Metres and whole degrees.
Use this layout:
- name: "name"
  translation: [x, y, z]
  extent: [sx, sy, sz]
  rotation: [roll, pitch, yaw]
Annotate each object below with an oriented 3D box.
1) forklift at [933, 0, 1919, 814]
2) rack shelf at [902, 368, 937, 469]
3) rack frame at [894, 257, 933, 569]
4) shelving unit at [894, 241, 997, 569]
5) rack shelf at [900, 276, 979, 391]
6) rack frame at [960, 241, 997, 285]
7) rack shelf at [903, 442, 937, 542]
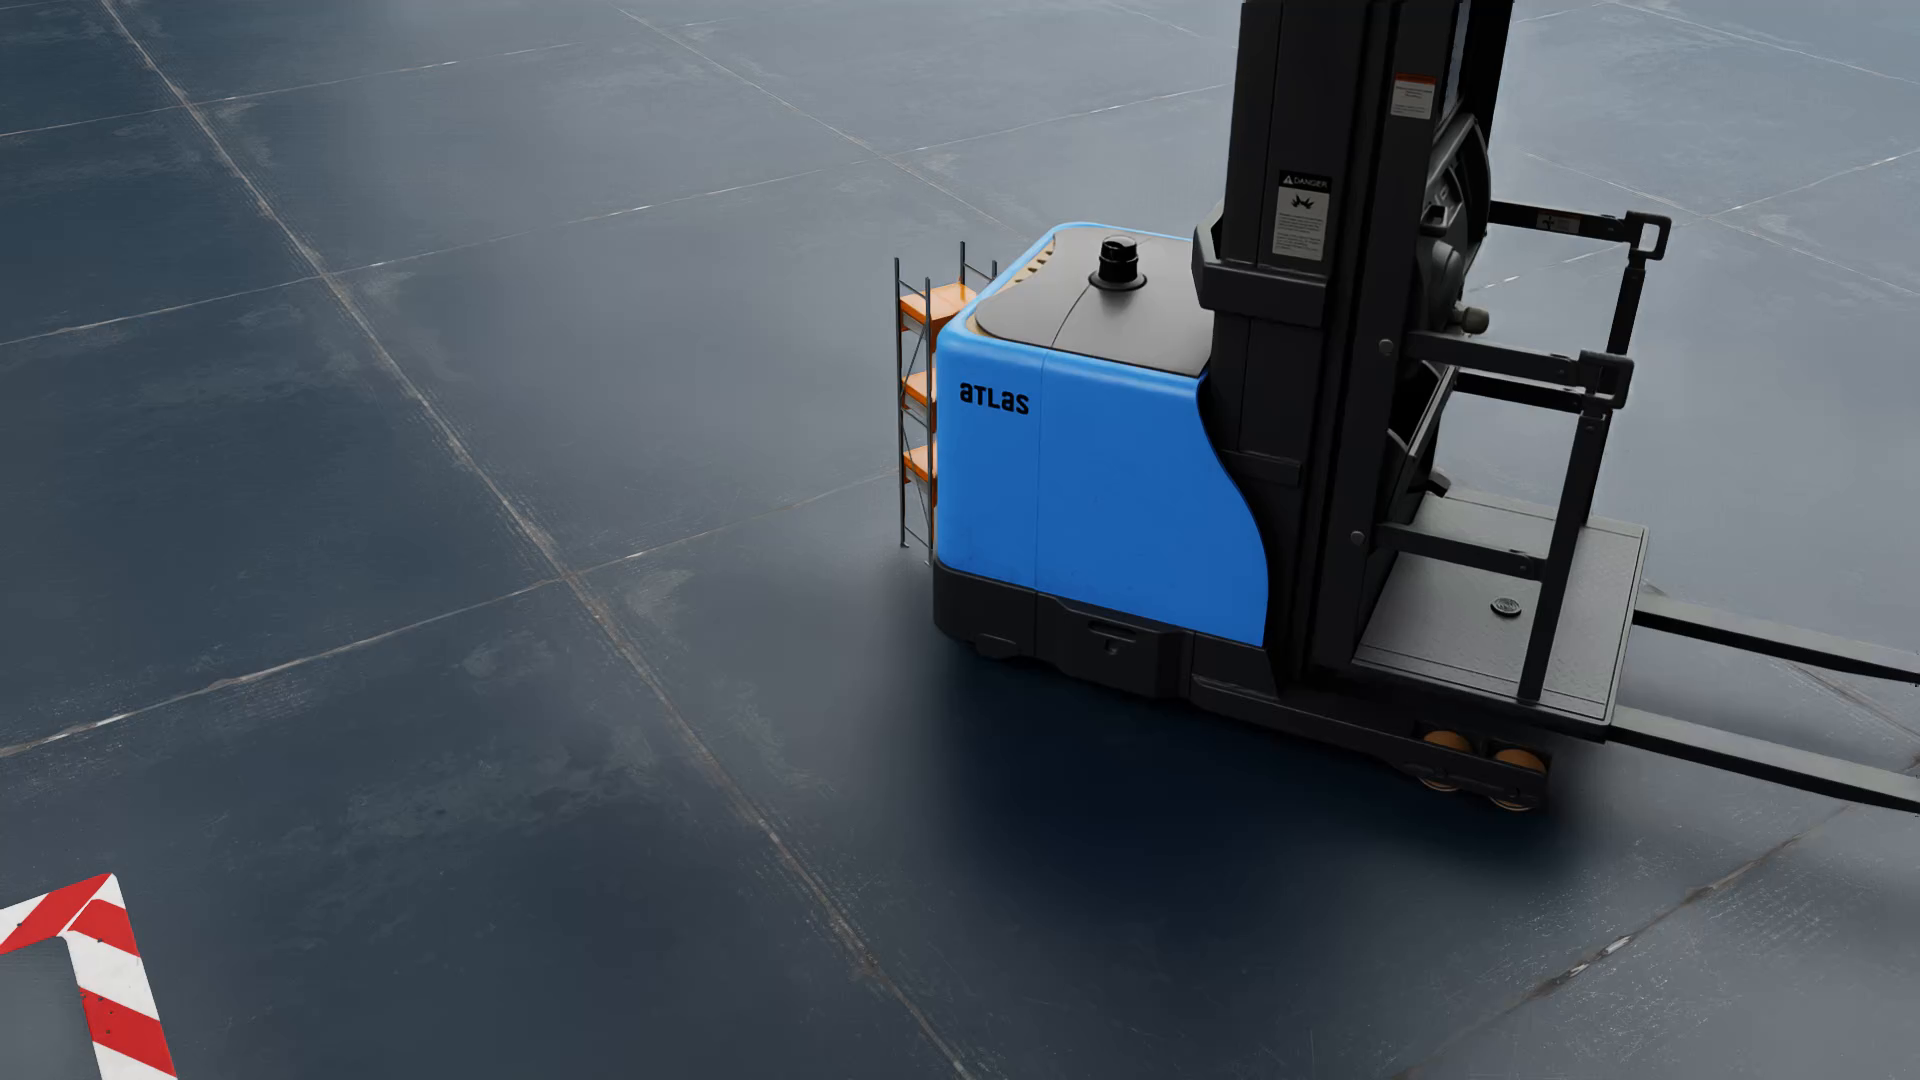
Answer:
- name: "forklift"
  translation: [1.477, -0.820, 4.303]
  extent: [3.031, 2.935, 1.130]
  rotation: [14, 35, 21]
- name: "rack shelf"
  translation: [-0.045, -0.420, 5.451]
  extent: [0.240, 0.259, 0.215]
  rotation: [-19, 37, -27]
- name: "rack frame"
  translation: [-0.148, -0.393, 5.389]
  extent: [0.008, 1.050, 0.200]
  rotation: [-19, 37, -27]
- name: "shelving unit"
  translation: [-0.045, -0.429, 5.445]
  extent: [0.252, 1.050, 0.215]
  rotation: [-19, 37, -27]
- name: "rack shelf"
  translation: [-0.045, -0.660, 5.300]
  extent: [0.240, 0.259, 0.215]
  rotation: [-19, 37, -27]
- name: "rack frame"
  translation: [0.058, -0.464, 5.501]
  extent: [0.008, 1.050, 0.200]
  rotation: [-19, 37, -27]
- name: "rack shelf"
  translation: [-0.045, -0.185, 5.599]
  extent: [0.240, 0.259, 0.215]
  rotation: [-19, 37, -27]
